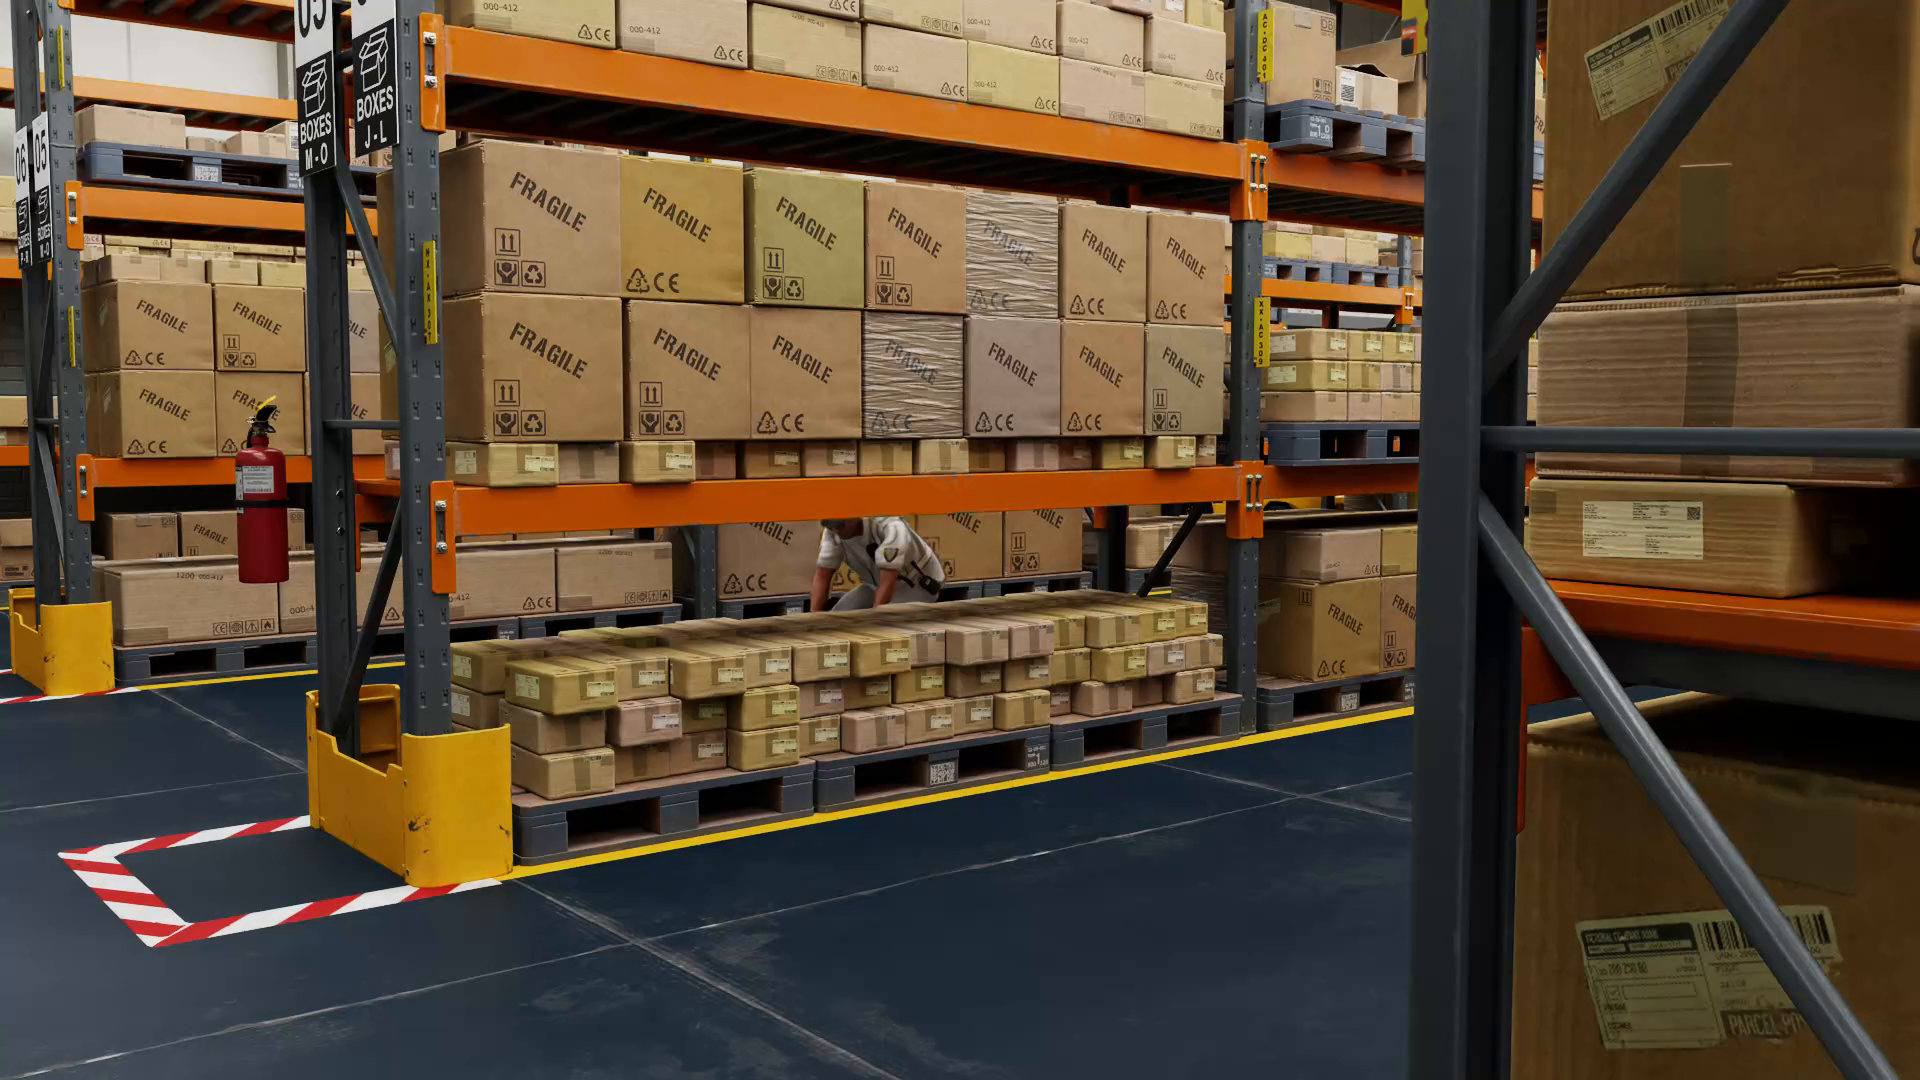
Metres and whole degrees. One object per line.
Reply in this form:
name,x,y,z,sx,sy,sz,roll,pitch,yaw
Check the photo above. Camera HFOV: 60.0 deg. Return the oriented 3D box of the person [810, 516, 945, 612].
person,-0.455,0.285,8.975,0.577,1.183,0.898,4,6,42
